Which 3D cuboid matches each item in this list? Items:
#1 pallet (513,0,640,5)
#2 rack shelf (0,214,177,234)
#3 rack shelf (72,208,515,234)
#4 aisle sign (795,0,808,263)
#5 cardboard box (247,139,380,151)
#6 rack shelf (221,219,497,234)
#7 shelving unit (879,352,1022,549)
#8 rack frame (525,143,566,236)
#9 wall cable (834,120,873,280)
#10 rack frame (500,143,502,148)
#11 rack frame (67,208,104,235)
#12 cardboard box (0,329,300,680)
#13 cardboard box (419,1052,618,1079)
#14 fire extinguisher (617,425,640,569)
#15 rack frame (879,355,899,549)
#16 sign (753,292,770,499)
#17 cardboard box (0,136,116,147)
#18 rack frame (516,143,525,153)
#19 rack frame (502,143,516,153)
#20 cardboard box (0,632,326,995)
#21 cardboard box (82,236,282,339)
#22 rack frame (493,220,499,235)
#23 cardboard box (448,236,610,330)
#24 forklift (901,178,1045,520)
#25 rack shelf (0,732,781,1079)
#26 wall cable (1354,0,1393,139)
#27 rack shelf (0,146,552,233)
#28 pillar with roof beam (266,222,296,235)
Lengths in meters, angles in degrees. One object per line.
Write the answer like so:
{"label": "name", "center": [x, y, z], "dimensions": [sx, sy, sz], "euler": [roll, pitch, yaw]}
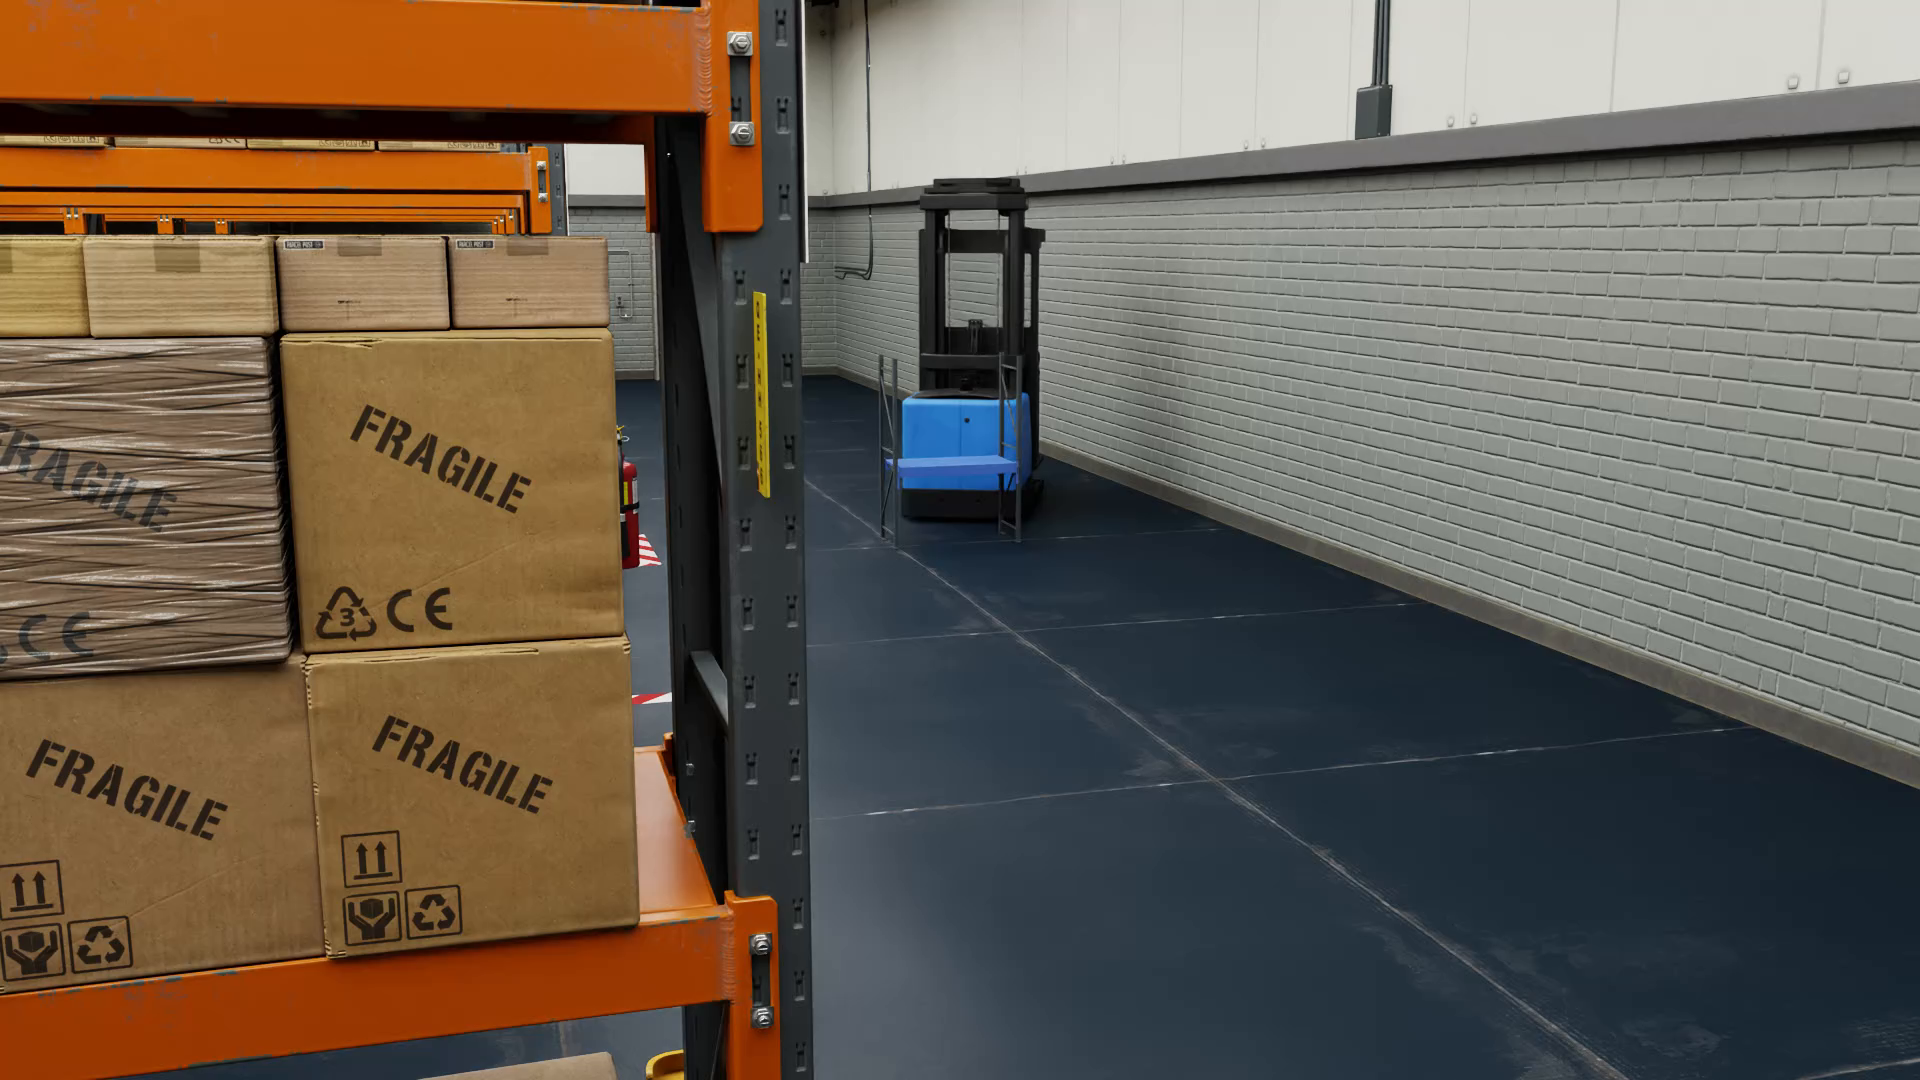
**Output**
{"label": "pallet", "center": [-1.168, -1.036, 2.849], "dimensions": [1.213, 0.211, 1.003], "euler": [-3, 11, -16]}
{"label": "rack shelf", "center": [-11.755, -3.906, 20.183], "dimensions": [4.000, 0.370, 1.077], "euler": [-3, 11, -16]}
{"label": "rack shelf", "center": [-6.534, -3.248, 16.605], "dimensions": [4.000, 0.370, 1.077], "euler": [-3, 11, -16]}
{"label": "aisle sign", "center": [-0.303, -0.872, 2.818], "dimensions": [0.004, 0.787, 0.394], "euler": [-3, 11, -16]}
{"label": "cardboard box", "center": [-2.790, -1.804, 7.193], "dimensions": [0.500, 0.250, 0.500], "euler": [-3, 11, -16]}
{"label": "rack shelf", "center": [-9.303, -4.970, 25.960], "dimensions": [4.000, 0.370, 1.077], "euler": [-3, 11, -16]}
{"label": "shelving unit", "center": [-0.082, -0.733, 13.387], "dimensions": [1.048, 1.500, 0.538], "euler": [-3, 11, -16]}
{"label": "rack frame", "center": [-1.940, -0.499, 7.973], "dimensions": [0.127, 3.000, 1.000], "euler": [-3, 11, -16]}
{"label": "wall cable", "center": [-1.852, -5.597, 27.671], "dimensions": [0.112, 2.526, 3.097], "euler": [-3, 11, -16]}
{"label": "rack frame", "center": [-5.994, -6.039, 21.496], "dimensions": [0.127, 3.000, 1.000], "euler": [-3, 11, -16]}
{"label": "rack frame", "center": [-8.454, -2.025, 16.261], "dimensions": [0.127, 3.000, 1.000], "euler": [-3, 11, -16]}
{"label": "cardboard box", "center": [-1.349, -0.087, 2.698], "dimensions": [0.500, 0.500, 0.500], "euler": [-3, 11, -16]}
{"label": "cardboard box", "center": [-1.065, 1.461, 3.244], "dimensions": [0.875, 0.438, 0.875], "euler": [-3, 11, -18]}
{"label": "fire extinguisher", "center": [-1.569, -0.210, 7.647], "dimensions": [0.183, 0.674, 0.296], "euler": [-3, 11, -16]}
{"label": "rack frame", "center": [-0.570, -0.708, 13.247], "dimensions": [0.032, 1.500, 0.500], "euler": [-3, 11, -16]}
{"label": "sign", "center": [-0.321, -0.235, 2.684], "dimensions": [0.005, 0.325, 0.100], "euler": [-3, 11, -16]}
{"label": "cardboard box", "center": [-3.775, -1.751, 6.904], "dimensions": [0.500, 0.250, 0.500], "euler": [-3, 11, -13]}
{"label": "rack frame", "center": [-3.229, -4.317, 12.141], "dimensions": [0.127, 3.000, 1.000], "euler": [-3, 11, -16]}
{"label": "rack frame", "center": [-4.613, -5.178, 16.818], "dimensions": [0.127, 3.000, 1.000], "euler": [-3, 11, -16]}
{"label": "cardboard box", "center": [-1.334, 0.400, 2.811], "dimensions": [0.500, 0.500, 0.500], "euler": [-3, 11, -17]}
{"label": "cardboard box", "center": [-1.209, -0.406, 2.637], "dimensions": [0.250, 0.149, 0.380], "euler": [-3, 11, -16]}
{"label": "rack frame", "center": [-7.382, -3.950, 26.716], "dimensions": [0.127, 3.000, 1.000], "euler": [-3, 11, -16]}
{"label": "cardboard box", "center": [-0.748, -0.451, 2.880], "dimensions": [0.250, 0.149, 0.380], "euler": [-3, 11, -15]}
{"label": "forklift", "center": [0.204, -1.833, 15.408], "dimensions": [1.130, 2.935, 3.031], "euler": [1, 11, 8]}
{"label": "rack shelf", "center": [-2.379, 0.811, 2.841], "dimensions": [4.000, 0.370, 1.077], "euler": [-3, 11, -16]}
{"label": "wall cable", "center": [3.164, -5.586, 10.149], "dimensions": [0.120, 5.999, 2.277], "euler": [-3, 11, -16]}
{"label": "rack shelf", "center": [-3.860, -1.519, 7.216], "dimensions": [4.000, 0.370, 1.077], "euler": [-3, 11, -16]}
{"label": "pillar with roof beam", "center": [-9.589, -6.135, 22.017], "dimensions": [0.548, 9.000, 9.100], "euler": [-3, 11, -16]}
